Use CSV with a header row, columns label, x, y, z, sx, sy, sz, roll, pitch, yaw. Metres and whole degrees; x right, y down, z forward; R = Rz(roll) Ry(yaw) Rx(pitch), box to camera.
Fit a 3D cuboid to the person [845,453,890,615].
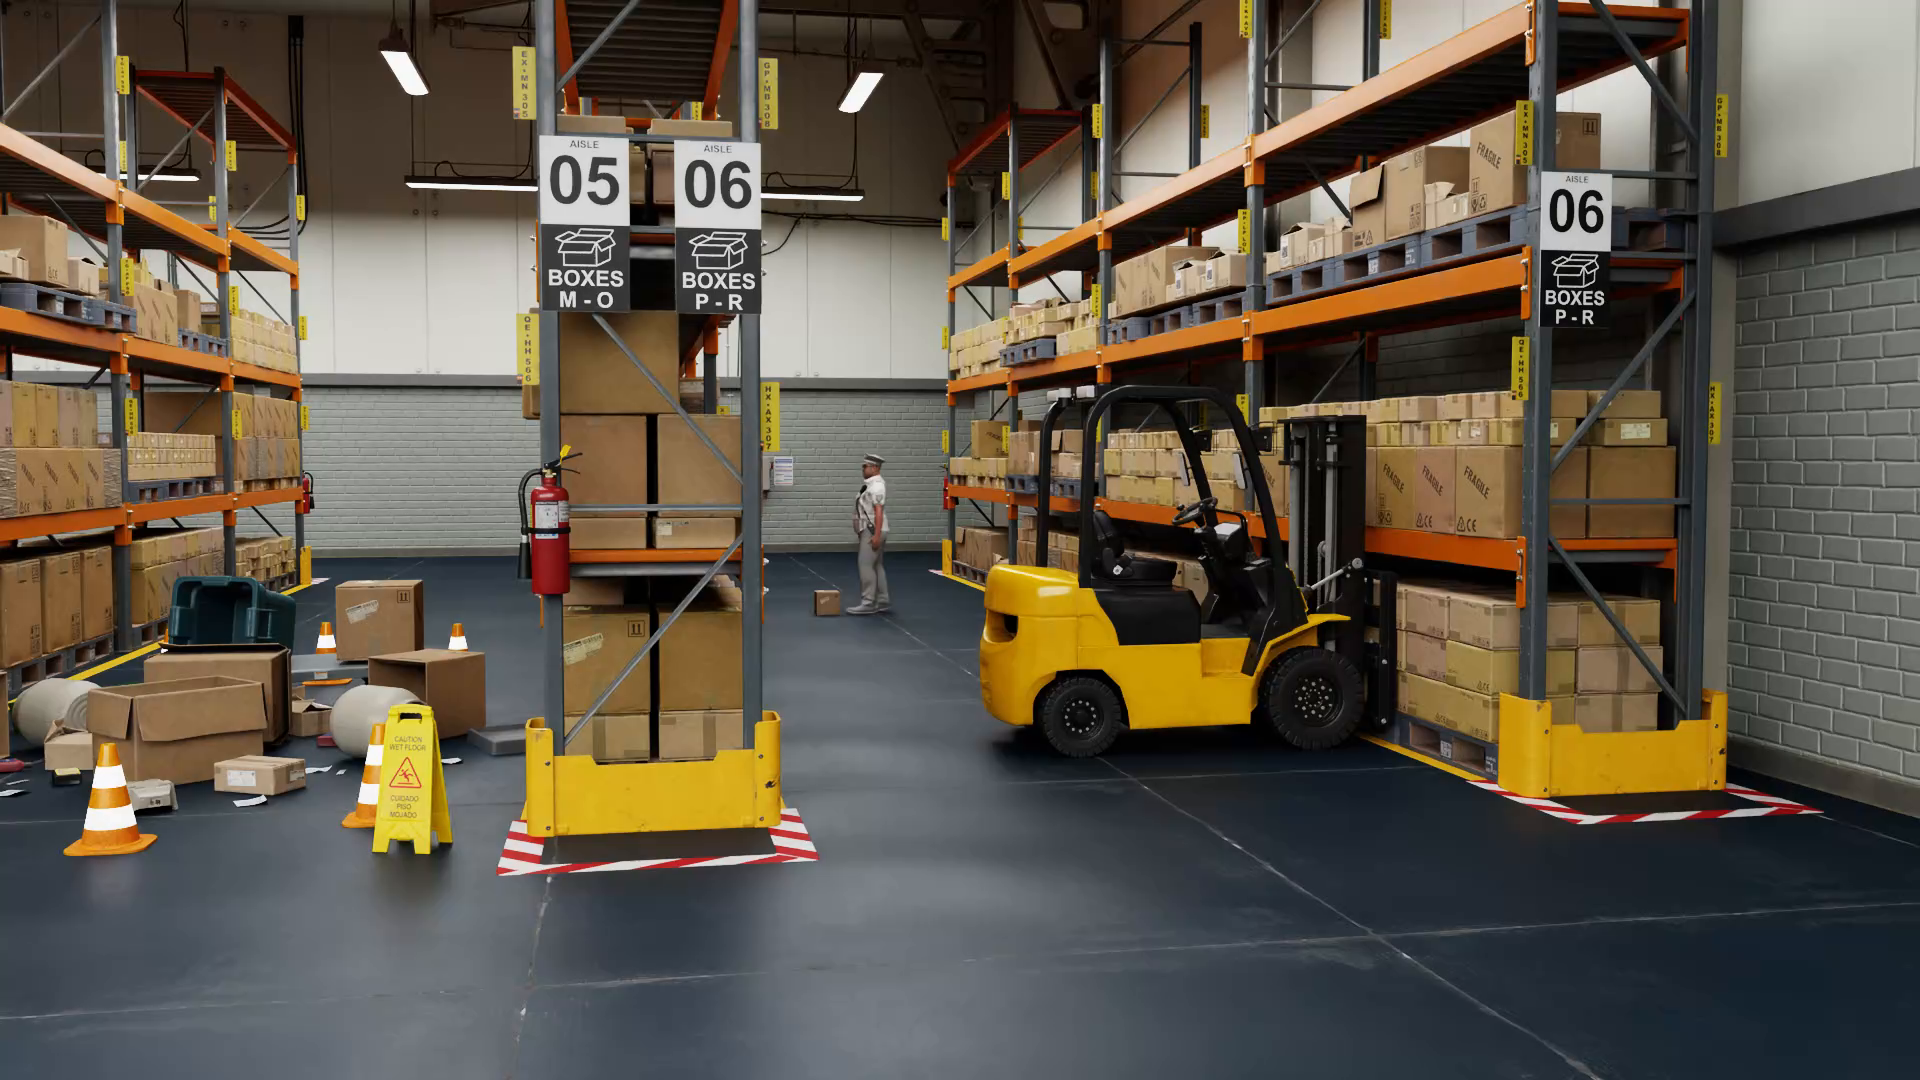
label,x,y,z,sx,sy,sz,roll,pitch,yaw
person,-1.011,-0.071,18.274,0.534,1.775,0.530,-1,3,-11
